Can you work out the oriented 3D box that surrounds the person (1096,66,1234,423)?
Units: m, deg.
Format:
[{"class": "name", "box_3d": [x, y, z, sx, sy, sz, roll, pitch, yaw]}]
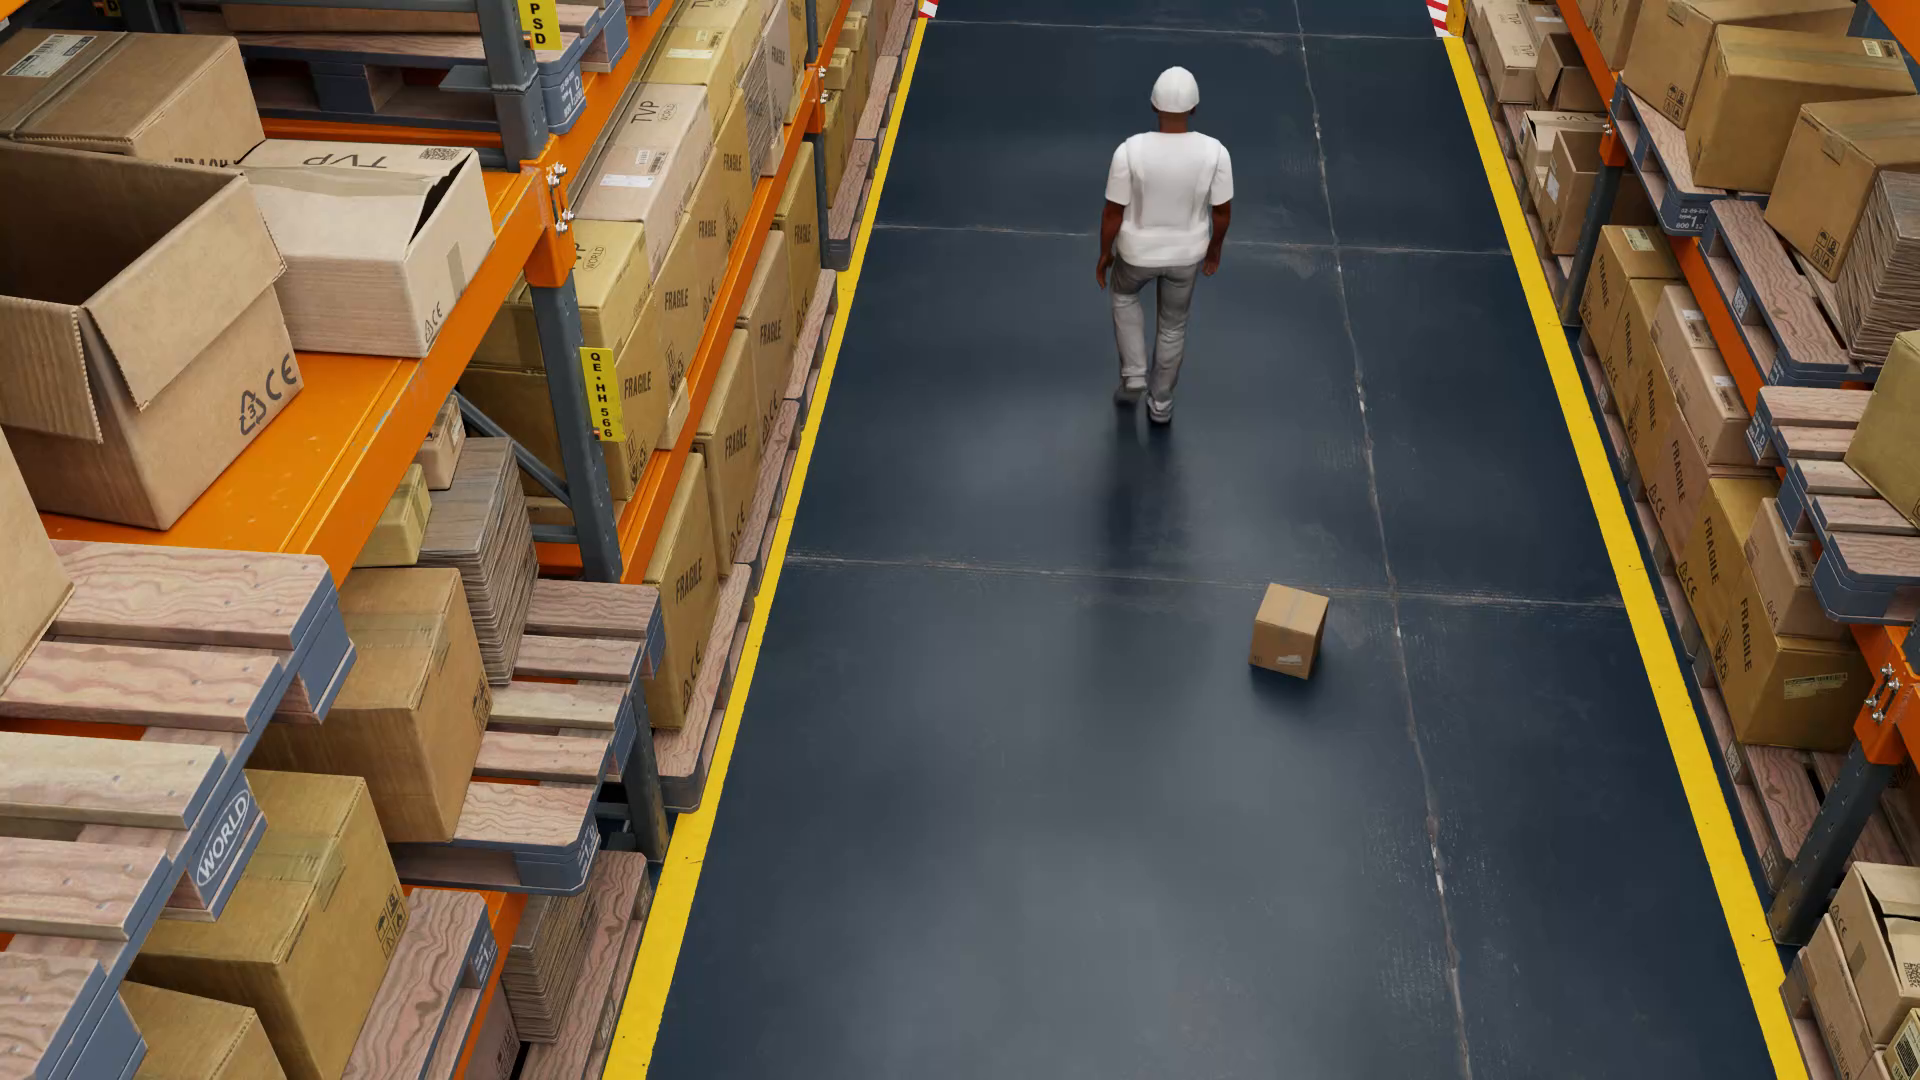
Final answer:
[{"class": "person", "box_3d": [0.936, -1.364, 7.756, 0.599, 1.794, 0.468, 2, 40, 2]}]
